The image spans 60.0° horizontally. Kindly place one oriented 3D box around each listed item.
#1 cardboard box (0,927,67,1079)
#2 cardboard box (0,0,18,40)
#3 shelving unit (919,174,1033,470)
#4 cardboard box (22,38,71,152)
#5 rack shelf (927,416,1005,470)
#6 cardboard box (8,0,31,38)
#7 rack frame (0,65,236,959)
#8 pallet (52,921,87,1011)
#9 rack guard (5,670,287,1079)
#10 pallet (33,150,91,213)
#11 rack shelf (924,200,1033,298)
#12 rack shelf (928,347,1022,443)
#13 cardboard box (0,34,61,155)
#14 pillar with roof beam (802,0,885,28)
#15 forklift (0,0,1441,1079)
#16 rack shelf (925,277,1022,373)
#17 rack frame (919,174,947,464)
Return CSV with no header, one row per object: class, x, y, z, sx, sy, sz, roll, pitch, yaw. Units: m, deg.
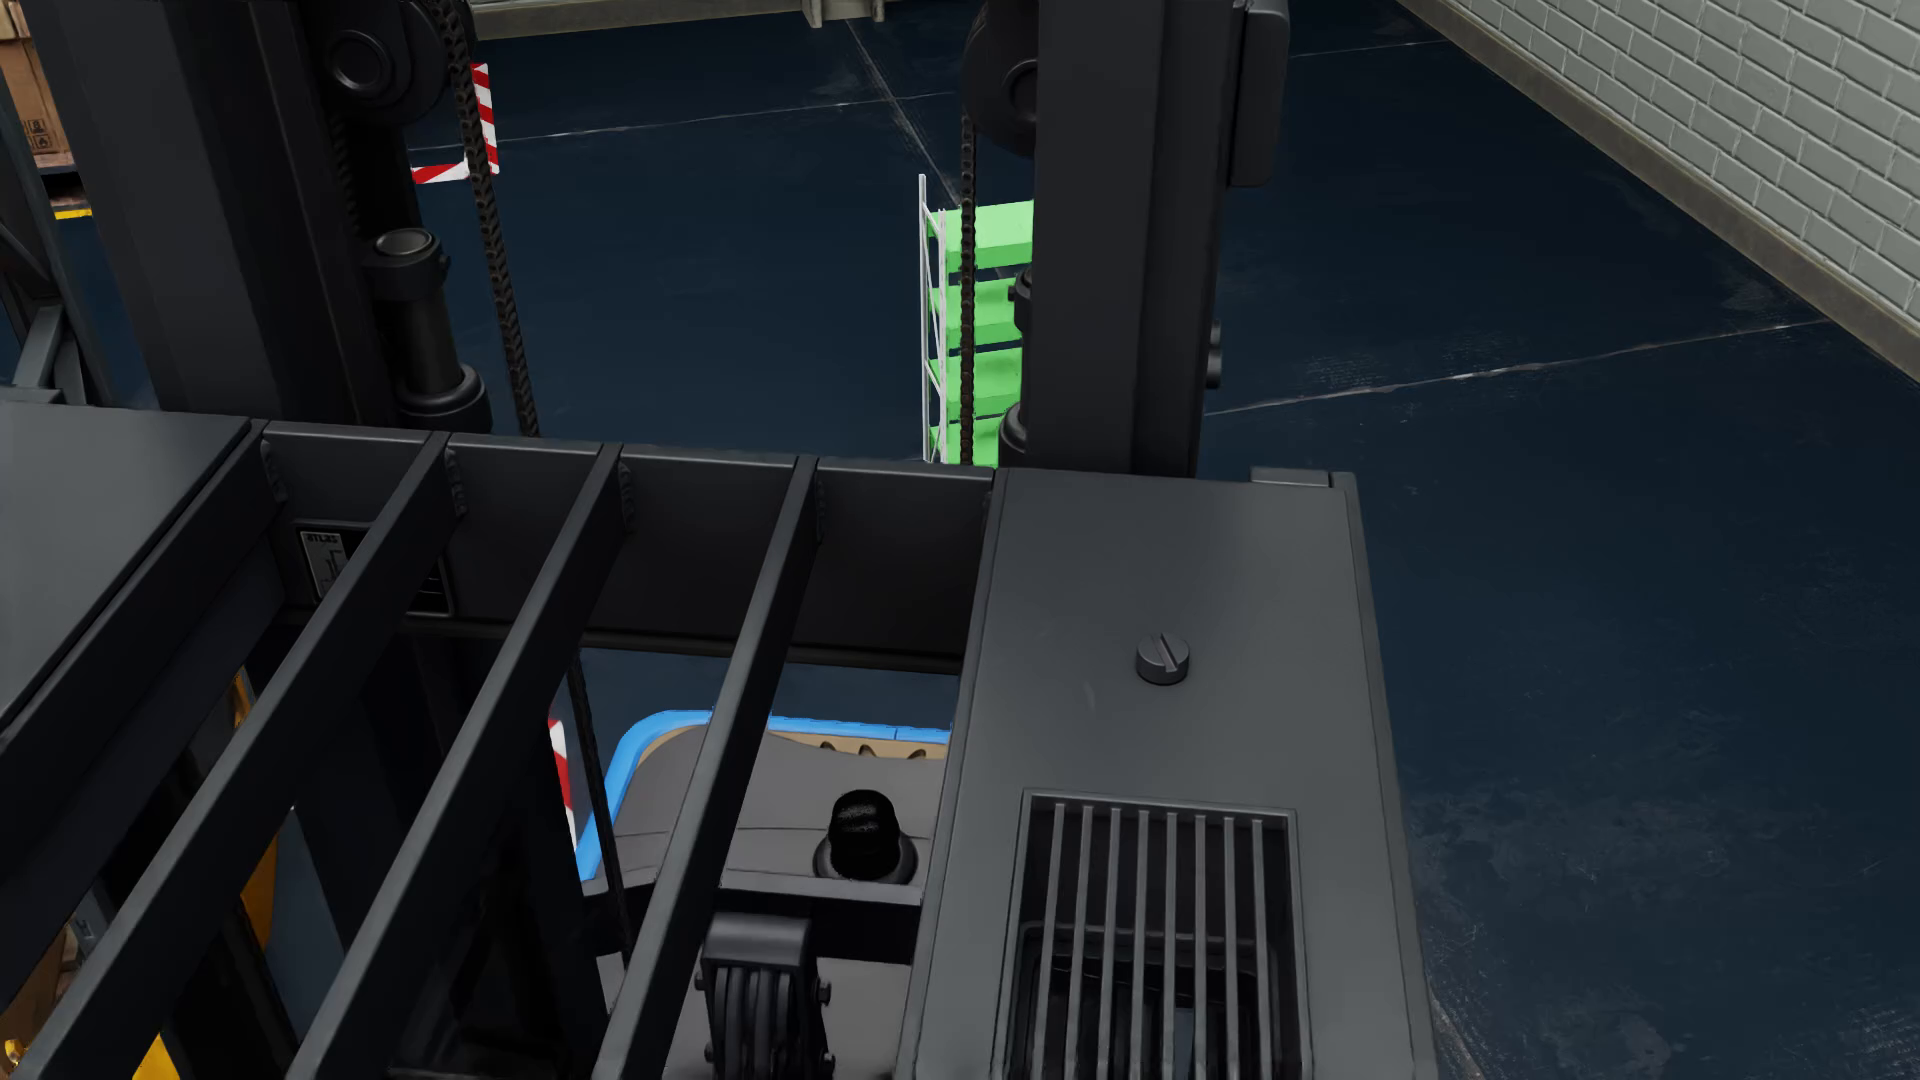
cardboard box,-2.177,0.871,3.338,0.500,0.500,0.500,-9,38,-12
cardboard box,-3.984,-2.177,6.805,0.250,0.149,0.380,-8,38,-11
shelving unit,0.160,-0.503,4.920,0.503,1.200,0.258,-9,38,-12
cardboard box,-3.661,-2.087,7.222,0.500,0.500,0.700,-9,38,-12
rack shelf,0.160,-0.261,5.104,0.480,0.148,0.258,-9,38,-12
cardboard box,-3.738,-2.218,6.858,0.250,0.149,0.380,-10,38,-12
rack frame,-1.716,-0.178,3.014,0.127,3.000,1.000,-9,38,-12
pallet,-2.559,1.069,3.680,1.213,0.211,1.003,-9,38,-12
rack guard,-1.790,0.827,3.758,0.348,0.500,1.175,-9,38,-12
pallet,-3.763,-1.803,7.433,1.213,0.211,1.003,-9,38,-12
rack shelf,0.160,-0.833,4.667,0.480,0.148,0.258,-9,38,-12
rack shelf,0.160,-0.452,4.959,0.480,0.148,0.258,-9,38,-12
cardboard box,-4.144,-2.008,7.118,0.500,0.500,0.700,-9,38,-12
pillar with roof beam,0.492,-3.876,2.910,0.400,9.000,9.100,-9,38,-12
forklift,-0.281,0.913,1.644,1.130,2.935,3.031,4,38,5
rack shelf,0.160,-0.643,4.813,0.480,0.148,0.258,-9,38,-12
rack frame,-0.076,-0.464,4.869,0.015,1.200,0.240,-9,38,-12
